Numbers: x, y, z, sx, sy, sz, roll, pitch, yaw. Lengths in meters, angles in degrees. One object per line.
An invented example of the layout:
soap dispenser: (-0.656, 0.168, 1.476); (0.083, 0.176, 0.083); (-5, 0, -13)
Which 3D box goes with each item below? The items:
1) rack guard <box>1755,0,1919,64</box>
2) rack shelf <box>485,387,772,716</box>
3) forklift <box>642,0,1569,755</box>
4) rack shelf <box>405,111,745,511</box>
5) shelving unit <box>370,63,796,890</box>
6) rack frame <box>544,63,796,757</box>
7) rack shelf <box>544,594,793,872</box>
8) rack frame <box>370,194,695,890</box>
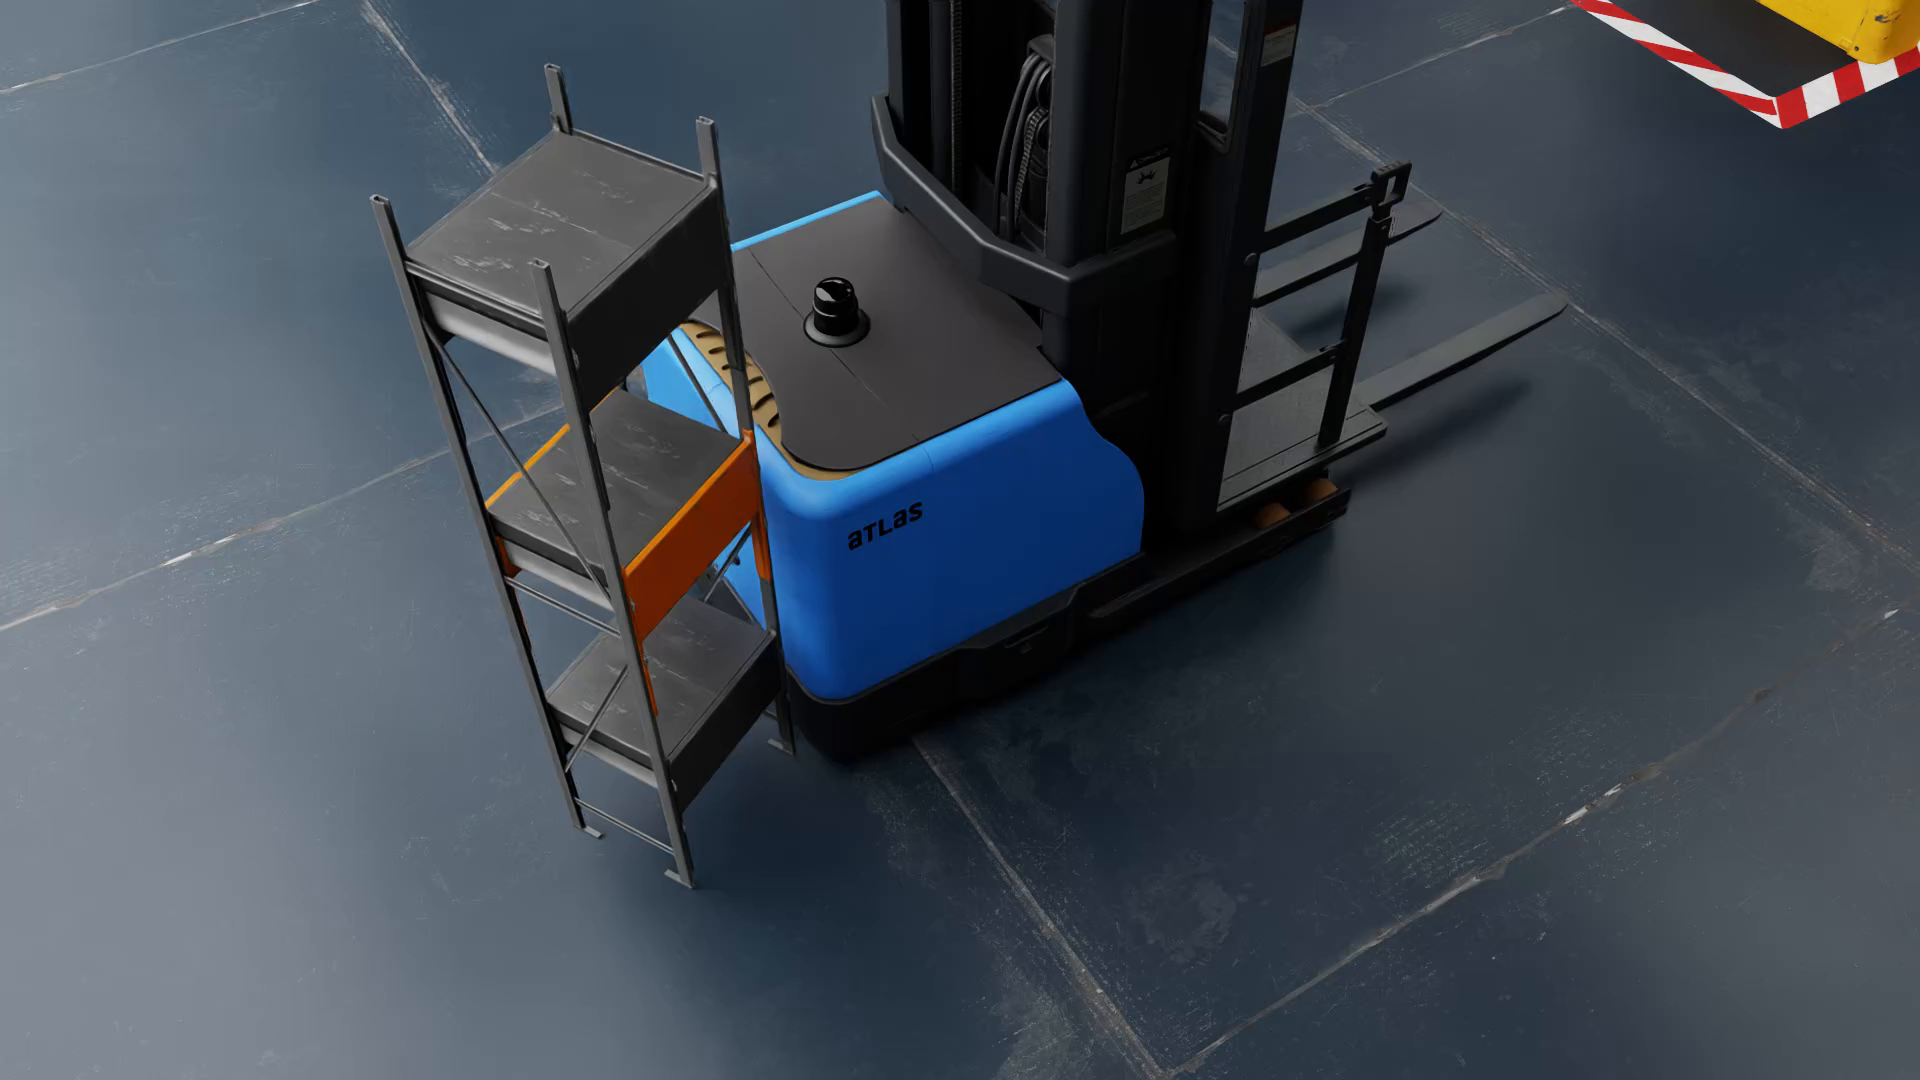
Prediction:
rack guard: (3.687, -2.600, 7.231); (0.348, 0.500, 1.175); (-25, 53, -21)
rack shelf: (-0.762, 0.005, 3.858); (0.431, 0.518, 0.480); (23, 52, 19)
forklift: (0.625, -1.237, 4.389); (3.031, 2.935, 1.130); (-26, 53, -21)
rack shelf: (-0.762, -0.461, 3.335); (0.431, 0.518, 0.480); (23, 52, 19)
shelving unit: (-0.762, -0.004, 3.848); (0.431, 2.100, 0.503); (23, 52, 19)
rack frame: (-0.641, -0.163, 3.988); (0.400, 2.100, 0.015); (23, 52, 19)
rack shelf: (-0.762, 0.470, 4.381); (0.431, 0.518, 0.480); (23, 52, 19)
rack frame: (-0.883, 0.154, 3.707); (0.400, 2.100, 0.015); (23, 52, 19)
